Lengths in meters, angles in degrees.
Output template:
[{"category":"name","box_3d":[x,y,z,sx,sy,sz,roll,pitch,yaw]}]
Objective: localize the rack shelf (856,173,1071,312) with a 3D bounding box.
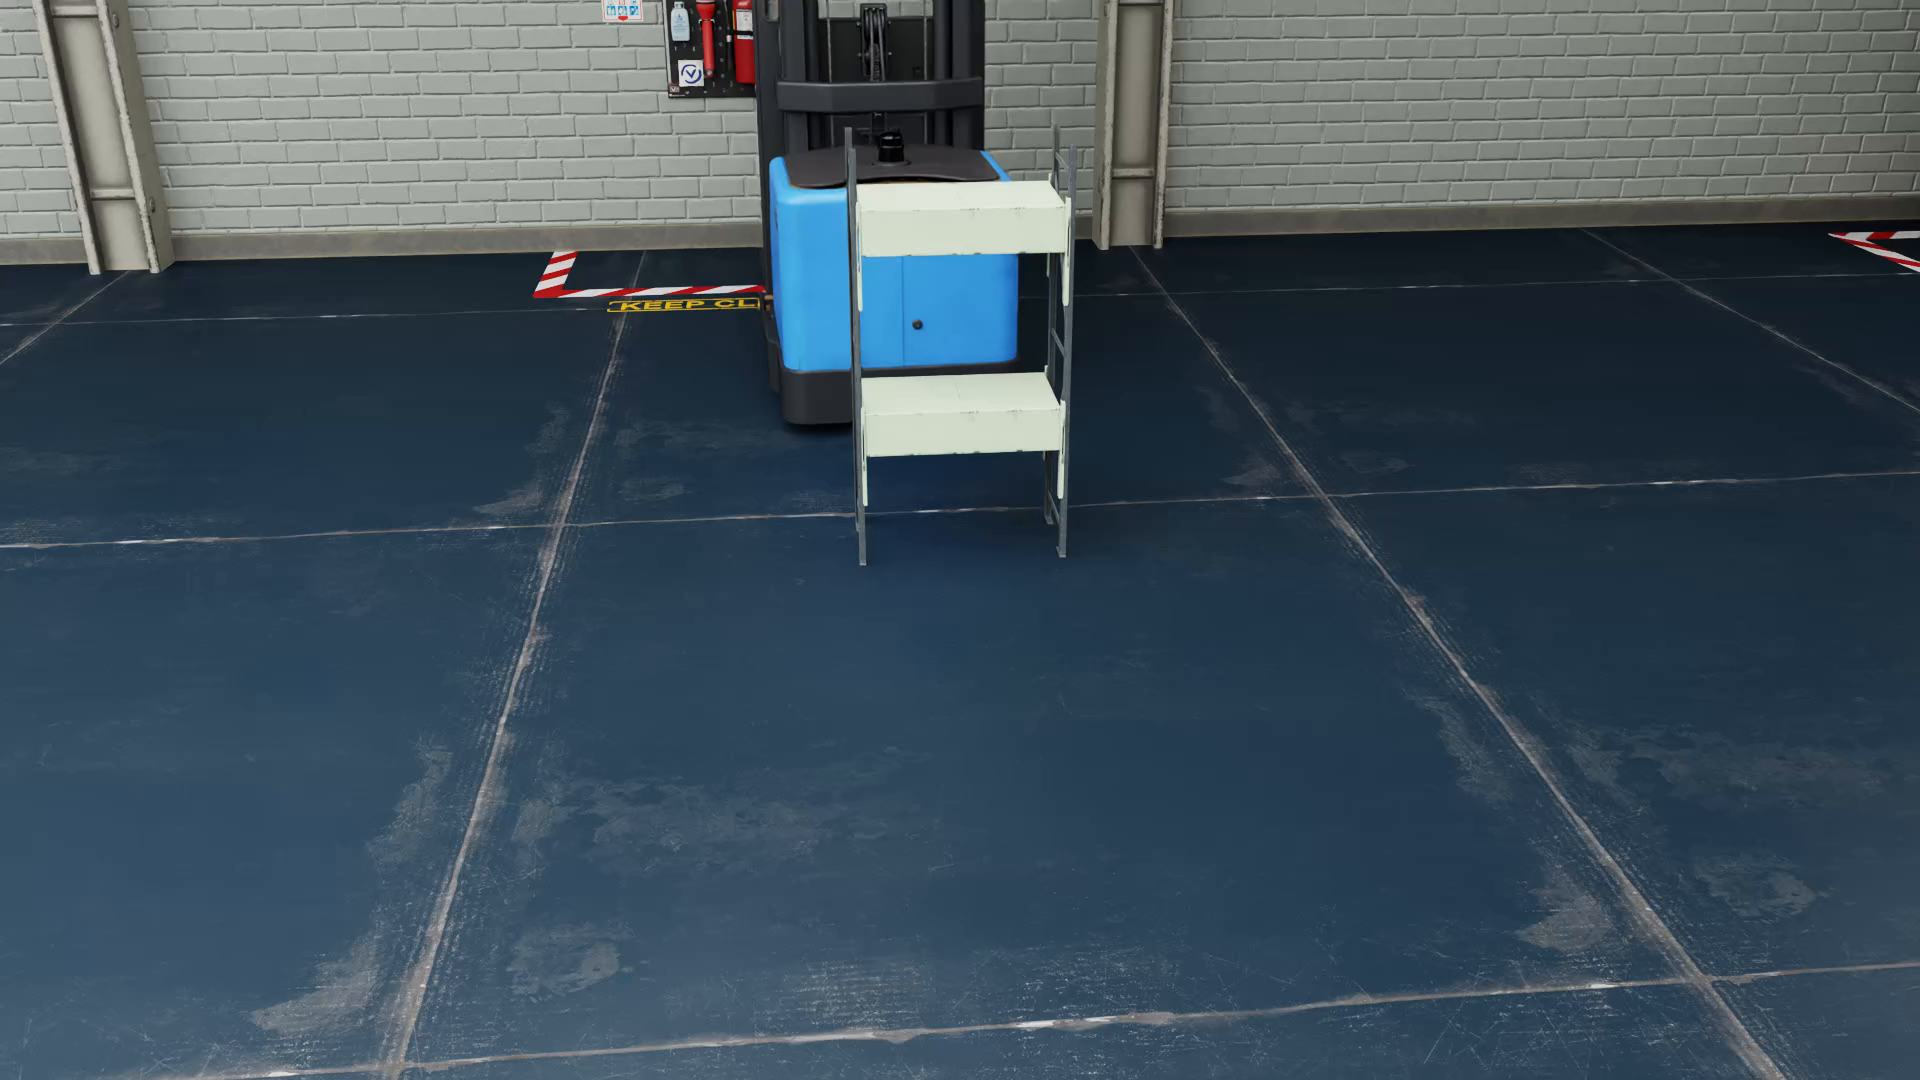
[{"category":"rack shelf","box_3d":[-0.007,-1.042,5.786,0.720,0.370,0.431,-2,24,-5]}]

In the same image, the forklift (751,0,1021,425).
[{"category":"forklift","box_3d":[-0.462,-2.405,8.052,1.130,2.935,3.031,-3,24,-8]}]

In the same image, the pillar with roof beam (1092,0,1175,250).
[{"category":"pillar with roof beam","box_3d":[1.470,-4.241,4.712,0.400,9.000,9.100,-2,24,-5]}]

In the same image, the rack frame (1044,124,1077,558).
[{"category":"rack frame","box_3d":[0.358,-0.700,5.978,0.023,1.500,0.400,-2,24,-5]}]

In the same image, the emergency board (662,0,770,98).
[{"category":"emergency board","box_3d":[-1.416,-3.156,9.658,0.643,1.169,0.194,-2,24,-5]}]

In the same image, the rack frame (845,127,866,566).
[{"category":"rack frame","box_3d":[-0.371,-0.670,5.912,0.023,1.500,0.400,-2,24,-5]}]

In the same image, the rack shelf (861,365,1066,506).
[{"category":"rack shelf","box_3d":[-0.007,-0.387,6.077,0.720,0.370,0.431,-2,24,-5]}]

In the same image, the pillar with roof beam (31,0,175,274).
[{"category":"pillar with roof beam","box_3d":[-4.501,-4.001,4.173,0.400,9.000,9.100,-2,24,-5]}]

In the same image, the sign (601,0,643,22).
[{"category":"sign","box_3d":[-1.976,-3.192,9.695,0.234,0.329,0.001,-2,24,-5]}]

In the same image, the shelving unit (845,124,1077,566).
[{"category":"shelving unit","box_3d":[-0.007,-0.685,5.945,0.755,1.500,0.431,-2,24,-5]}]

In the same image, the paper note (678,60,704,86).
[{"category":"paper note","box_3d":[-1.599,-2.774,9.883,0.142,0.148,0.016,-2,24,-5]}]
